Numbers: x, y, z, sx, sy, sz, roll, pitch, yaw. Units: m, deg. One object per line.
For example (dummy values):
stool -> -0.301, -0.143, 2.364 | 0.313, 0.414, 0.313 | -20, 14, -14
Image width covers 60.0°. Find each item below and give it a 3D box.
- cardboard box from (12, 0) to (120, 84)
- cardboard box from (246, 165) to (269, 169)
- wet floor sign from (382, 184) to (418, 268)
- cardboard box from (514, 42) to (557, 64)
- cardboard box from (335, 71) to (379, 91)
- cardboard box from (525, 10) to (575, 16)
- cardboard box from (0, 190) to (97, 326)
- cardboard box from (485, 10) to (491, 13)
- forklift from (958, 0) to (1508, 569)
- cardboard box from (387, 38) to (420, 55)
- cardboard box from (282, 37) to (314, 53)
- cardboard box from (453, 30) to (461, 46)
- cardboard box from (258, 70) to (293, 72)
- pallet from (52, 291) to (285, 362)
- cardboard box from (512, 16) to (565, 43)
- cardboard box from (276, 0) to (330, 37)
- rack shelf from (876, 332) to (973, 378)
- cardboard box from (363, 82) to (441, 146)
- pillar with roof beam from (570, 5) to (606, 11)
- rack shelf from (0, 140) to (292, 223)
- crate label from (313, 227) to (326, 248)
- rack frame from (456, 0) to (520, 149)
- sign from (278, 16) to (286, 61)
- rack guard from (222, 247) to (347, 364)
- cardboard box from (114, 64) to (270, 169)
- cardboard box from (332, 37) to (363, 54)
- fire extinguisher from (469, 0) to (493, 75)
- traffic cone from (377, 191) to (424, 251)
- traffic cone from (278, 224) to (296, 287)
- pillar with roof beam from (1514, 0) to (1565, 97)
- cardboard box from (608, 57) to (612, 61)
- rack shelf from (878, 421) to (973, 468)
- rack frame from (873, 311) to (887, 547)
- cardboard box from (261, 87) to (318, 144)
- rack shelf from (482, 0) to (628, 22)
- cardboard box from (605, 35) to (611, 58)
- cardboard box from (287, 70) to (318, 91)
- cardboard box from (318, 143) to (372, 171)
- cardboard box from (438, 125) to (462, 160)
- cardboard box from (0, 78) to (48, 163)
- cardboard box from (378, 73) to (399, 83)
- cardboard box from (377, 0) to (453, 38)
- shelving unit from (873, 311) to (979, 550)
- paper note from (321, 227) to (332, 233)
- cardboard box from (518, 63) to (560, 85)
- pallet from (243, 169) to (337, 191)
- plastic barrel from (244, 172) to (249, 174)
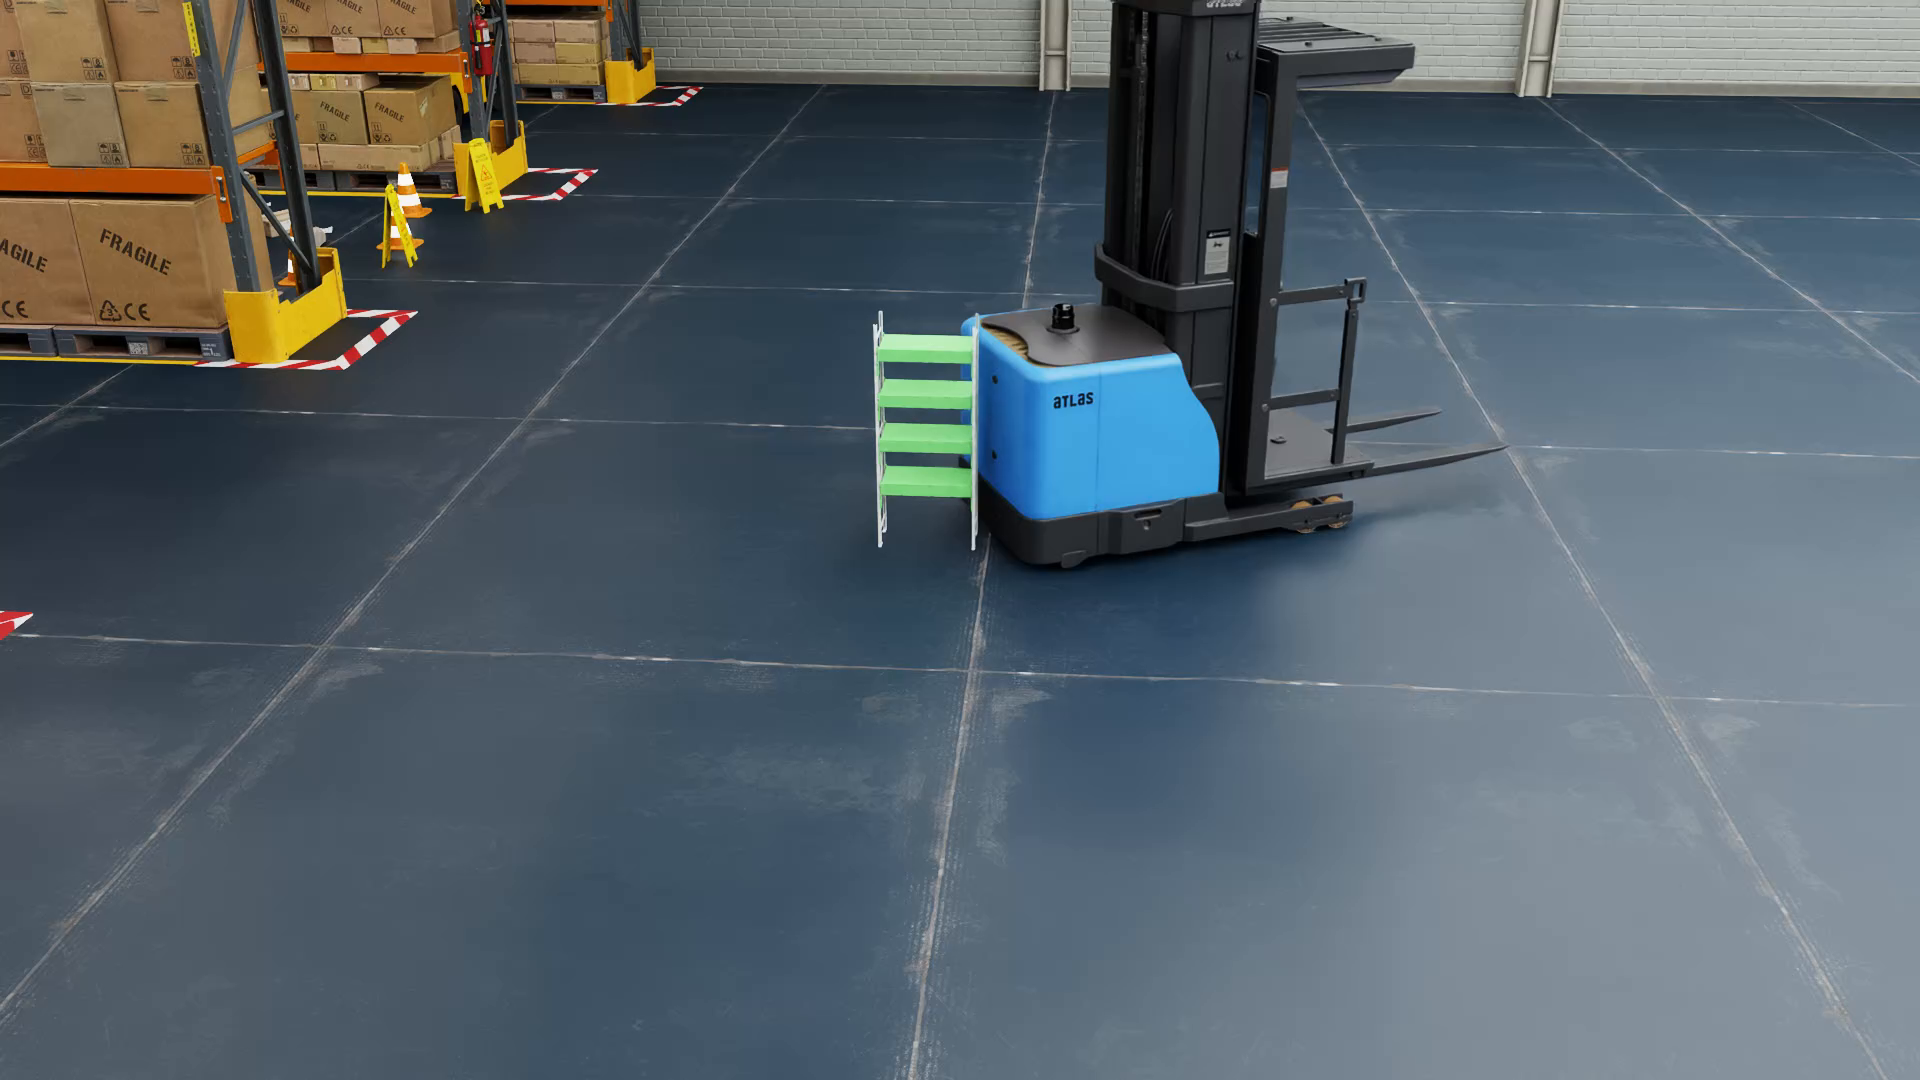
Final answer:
cardboard box -> -5.716, -3.381, 11.039 | 0.550, 0.550, 0.875 | 2, 25, 4
cardboard box -> -6.874, -3.792, 16.189 | 0.500, 0.250, 0.500 | 2, 25, 3
wet floor sign -> -4.614, -2.570, 13.564 | 0.232, 0.644, 0.267 | -2, 25, -5
cardboard box -> -5.148, -6.025, 20.445 | 0.500, 0.250, 0.500 | 2, 25, 3
cardboard box -> -5.706, -4.359, 15.750 | 0.250, 0.149, 0.380 | 3, 25, 6
cardboard box -> -5.103, -6.455, 20.781 | 0.500, 0.250, 0.500 | 2, 25, 4
cardboard box -> -6.353, -2.062, 11.683 | 0.875, 0.875, 0.875 | 1, 25, 3
cardboard box -> -6.111, -6.495, 20.868 | 0.500, 0.250, 0.500 | 1, 25, 3
forklift -> 1.562, -1.562, 8.638 | 3.031, 2.935, 1.130 | -9, 26, -19
cardboard box -> -5.166, -4.652, 15.573 | 0.250, 0.149, 0.380 | 2, 25, 3
cardboard box -> -6.186, -4.702, 15.681 | 0.250, 0.149, 0.380 | 2, 25, 3
cardboard box -> -4.839, -4.865, 16.034 | 0.250, 0.149, 0.380 | 2, 25, 4
cardboard box -> -8.649, -6.203, 20.980 | 0.625, 0.625, 0.875 | 3, 25, 6
pallet -> -5.597, -1.542, 11.848 | 1.213, 0.211, 1.003 | 2, 25, 4
cardboard box -> -5.132, -6.245, 20.325 | 0.500, 0.250, 0.500 | 2, 25, 5
cardboard box -> -6.076, -5.000, 15.553 | 0.500, 0.500, 0.500 | 2, 25, 4
rack shelf -> -0.166, -0.928, 8.337 | 0.480, 0.148, 0.258 | 2, 25, 4
cardboard box -> -5.335, -4.081, 15.921 | 0.500, 0.500, 0.500 | 2, 25, 4
pillar with roof beam -> -5.094, -8.280, 15.978 | 0.400, 9.000, 9.100 | 2, 25, 4
rack shelf -> -6.788, -2.553, 11.570 | 4.000, 0.370, 1.077 | 2, 25, 4
crate label -> -5.578, -2.583, 14.200 | 0.298, 0.136, 0.250 | -11, 27, -23
rack frame -> -4.516, -4.882, 15.771 | 0.127, 3.000, 1.000 | 2, 25, 4
sign -> -4.746, -3.476, 11.585 | 0.005, 0.325, 0.100 | 2, 25, 4
rack guard -> -4.770, -1.679, 11.801 | 0.348, 0.500, 1.175 | 2, 25, 4
cardboard box -> -5.167, -2.877, 11.234 | 0.550, 0.550, 0.875 | 2, 25, 4
cardboard box -> -5.679, -4.665, 15.600 | 0.250, 0.149, 0.380 | 2, 25, 5
fire extinguisher -> -4.437, -4.651, 15.362 | 0.183, 0.674, 0.296 | 2, 25, 4
traffic cone -> -4.789, -2.732, 14.133 | 0.334, 0.463, 0.336 | 2, 25, 4
traffic cone -> -5.215, -2.272, 13.134 | 0.334, 0.463, 0.336 | 2, 25, 4
pillar with roof beam -> 6.870, -7.896, 15.144 | 0.400, 9.000, 9.100 | 2, 25, 4
cardboard box -> -4.614, -5.990, 20.965 | 0.500, 0.250, 0.500 | 2, 25, 4
rack shelf -> -0.166, -0.492, 8.537 | 0.480, 0.148, 0.258 | 2, 25, 4
rack frame -> -0.409, -0.558, 8.527 | 0.015, 1.200, 0.240 | 2, 25, 4
cardboard box -> -6.358, -4.115, 15.995 | 0.500, 0.500, 0.500 | 1, 25, 3
rack shelf -> -6.134, -6.688, 20.557 | 4.000, 0.370, 1.077 | 2, 25, 4
cardboard box -> -4.592, -6.221, 20.870 | 0.500, 0.250, 0.500 | 2, 25, 5
cardboard box -> -6.219, -4.378, 15.790 | 0.250, 0.149, 0.380 | 3, 25, 6
cardboard box -> -5.858, -3.757, 16.114 | 0.500, 0.250, 0.500 | 2, 25, 4
cardboard box -> -5.299, -3.964, 16.564 | 0.500, 0.250, 0.500 | 2, 25, 4
cardboard box -> -6.266, -2.955, 11.405 | 0.550, 0.550, 0.875 | 2, 25, 4
cardboard box -> -5.844, -4.321, 16.441 | 0.500, 0.500, 0.500 | 1, 25, 2
cardboard box -> -5.078, -4.965, 15.476 | 0.500, 0.500, 0.500 | 1, 25, 3
shelving unit -> -0.166, -0.550, 8.511 | 0.503, 1.200, 0.258 | 2, 25, 4
paper note -> -5.611, -2.734, 14.654 | 0.142, 0.019, 0.148 | -7, 26, -14
cardboard box -> -5.127, -5.796, 20.544 | 0.500, 0.250, 0.500 | 2, 25, 4
pallet -> -6.612, -3.698, 16.535 | 1.213, 0.211, 1.003 | 2, 25, 4
plastic barrel -> -6.691, -3.146, 15.082 | 0.421, 0.421, 0.512 | 22, 33, 39
